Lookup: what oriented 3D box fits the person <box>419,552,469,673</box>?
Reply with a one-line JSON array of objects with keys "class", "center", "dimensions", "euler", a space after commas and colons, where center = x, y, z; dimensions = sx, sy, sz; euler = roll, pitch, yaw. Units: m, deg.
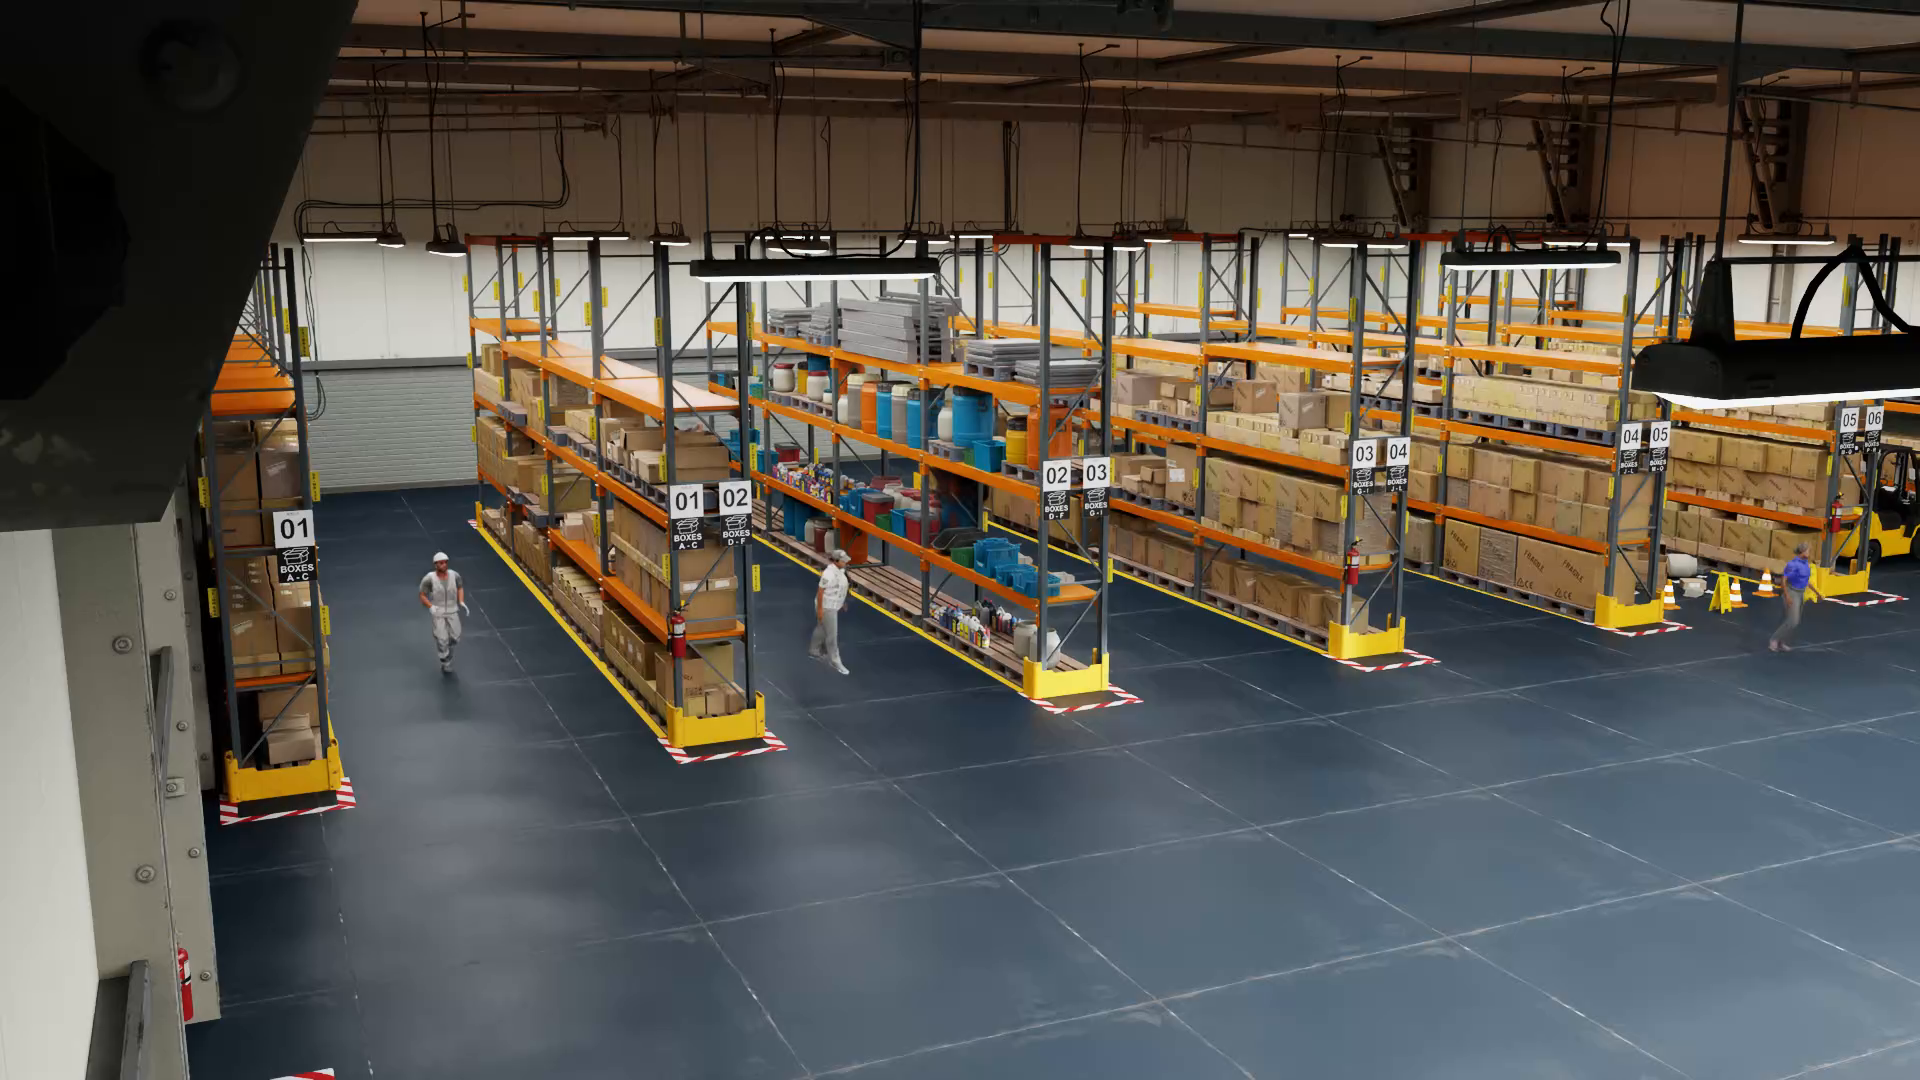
[{"class": "person", "center": [-7.253, 1.012, 23.384], "dimensions": [0.659, 1.729, 0.644], "euler": [-7, 13, -30]}]

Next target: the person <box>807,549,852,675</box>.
[{"class": "person", "center": [-1.784, 0.963, 22.551], "dimensions": [0.701, 1.735, 0.582], "euler": [2, 11, 10]}]

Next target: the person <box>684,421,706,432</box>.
[{"class": "person", "center": [-6.359, -1.884, 38.555], "dimensions": [1.066, 1.744, 0.760], "euler": [-3, 11, -14]}]

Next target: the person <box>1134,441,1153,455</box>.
[{"class": "person", "center": [4.592, -2.658, 42.202], "dimensions": [0.856, 1.825, 0.681], "euler": [-7, 13, -34]}]

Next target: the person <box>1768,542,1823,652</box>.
[{"class": "person", "center": [12.285, 0.870, 24.463], "dimensions": [0.704, 1.643, 0.594], "euler": [-10, 15, -42]}]
